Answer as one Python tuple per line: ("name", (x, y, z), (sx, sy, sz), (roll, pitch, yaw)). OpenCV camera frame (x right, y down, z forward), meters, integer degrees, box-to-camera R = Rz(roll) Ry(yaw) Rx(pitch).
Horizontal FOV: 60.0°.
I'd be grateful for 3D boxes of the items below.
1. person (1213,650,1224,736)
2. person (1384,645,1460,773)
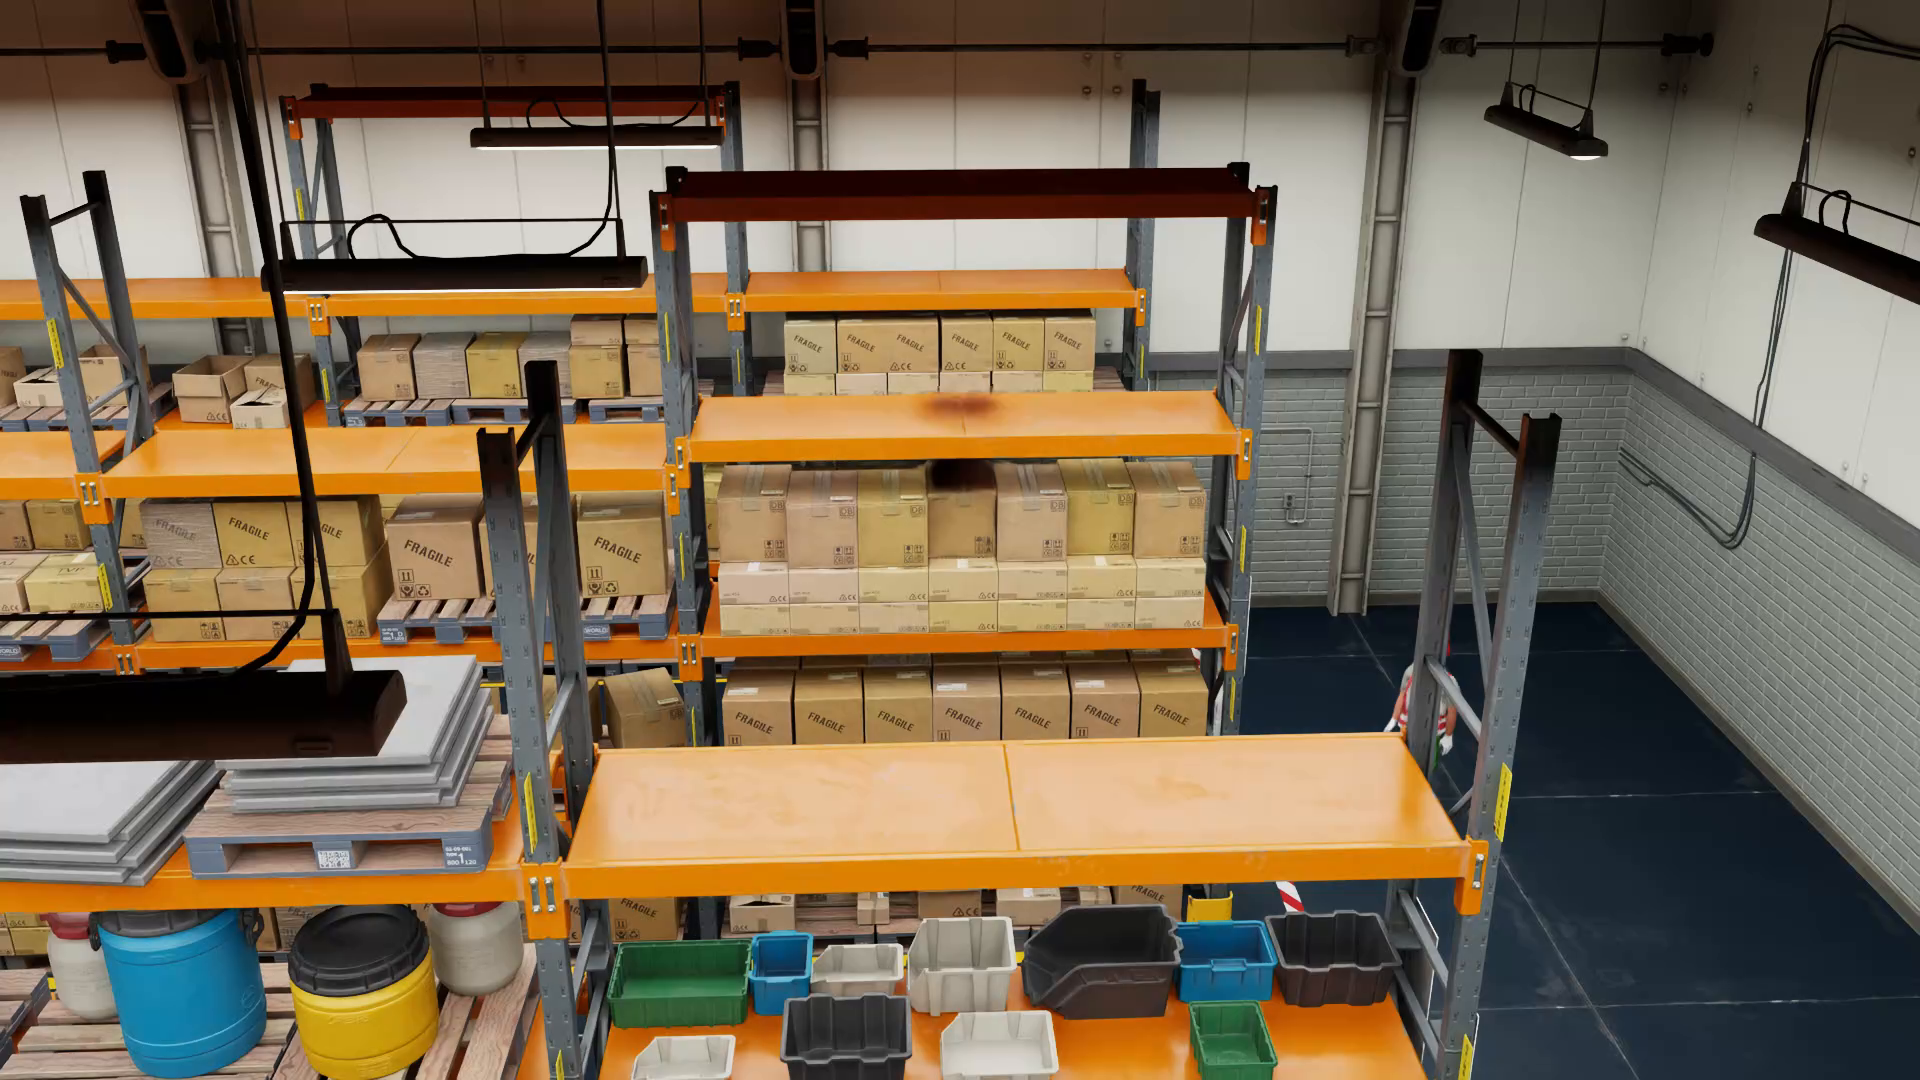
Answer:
("person", (2.230, 1.701, 14.749), (0.547, 1.662, 0.497), (-3, 22, -8))
("person", (4.098, 1.656, 14.747), (0.592, 1.734, 0.902), (11, 25, 25))
